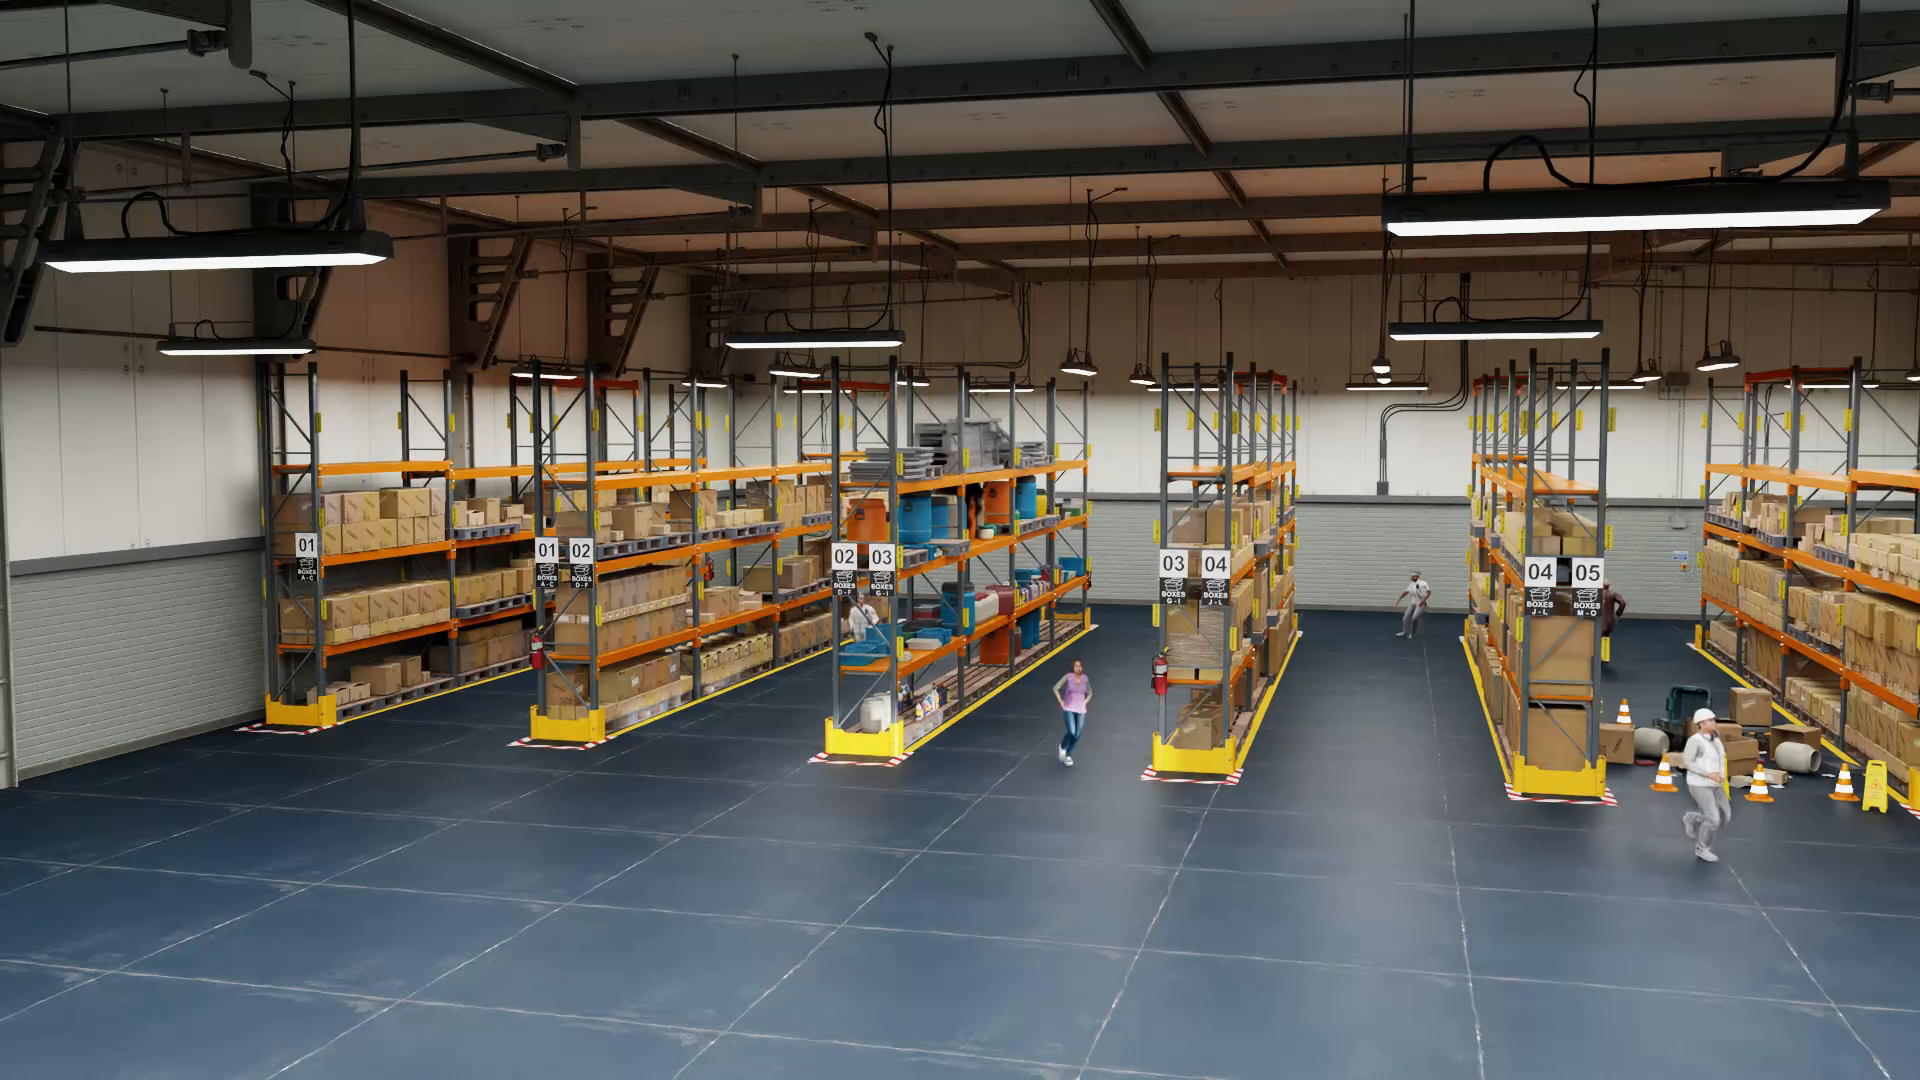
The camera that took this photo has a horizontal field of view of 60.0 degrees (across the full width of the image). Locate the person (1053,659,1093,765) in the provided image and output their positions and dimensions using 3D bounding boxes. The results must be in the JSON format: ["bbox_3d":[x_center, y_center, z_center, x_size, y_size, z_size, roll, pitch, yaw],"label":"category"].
[{"bbox_3d":[1.680,2.512,24.292,0.573,1.558,0.491,-1,4,-14],"label":"person"}]

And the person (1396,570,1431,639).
[{"bbox_3d":[10.532,1.505,38.683,0.501,1.627,0.854,-3,5,-37],"label":"person"}]

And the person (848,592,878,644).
[{"bbox_3d":[-1.953,1.849,33.021,0.589,1.648,0.528,1,4,12],"label":"person"}]

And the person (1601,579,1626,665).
[{"bbox_3d":[13.241,1.679,34.196,0.695,1.780,1.046,0,4,-1],"label":"person"}]

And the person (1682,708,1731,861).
[{"bbox_3d":[8.575,2.800,19.151,0.691,1.735,0.609,-3,5,-36],"label":"person"}]
